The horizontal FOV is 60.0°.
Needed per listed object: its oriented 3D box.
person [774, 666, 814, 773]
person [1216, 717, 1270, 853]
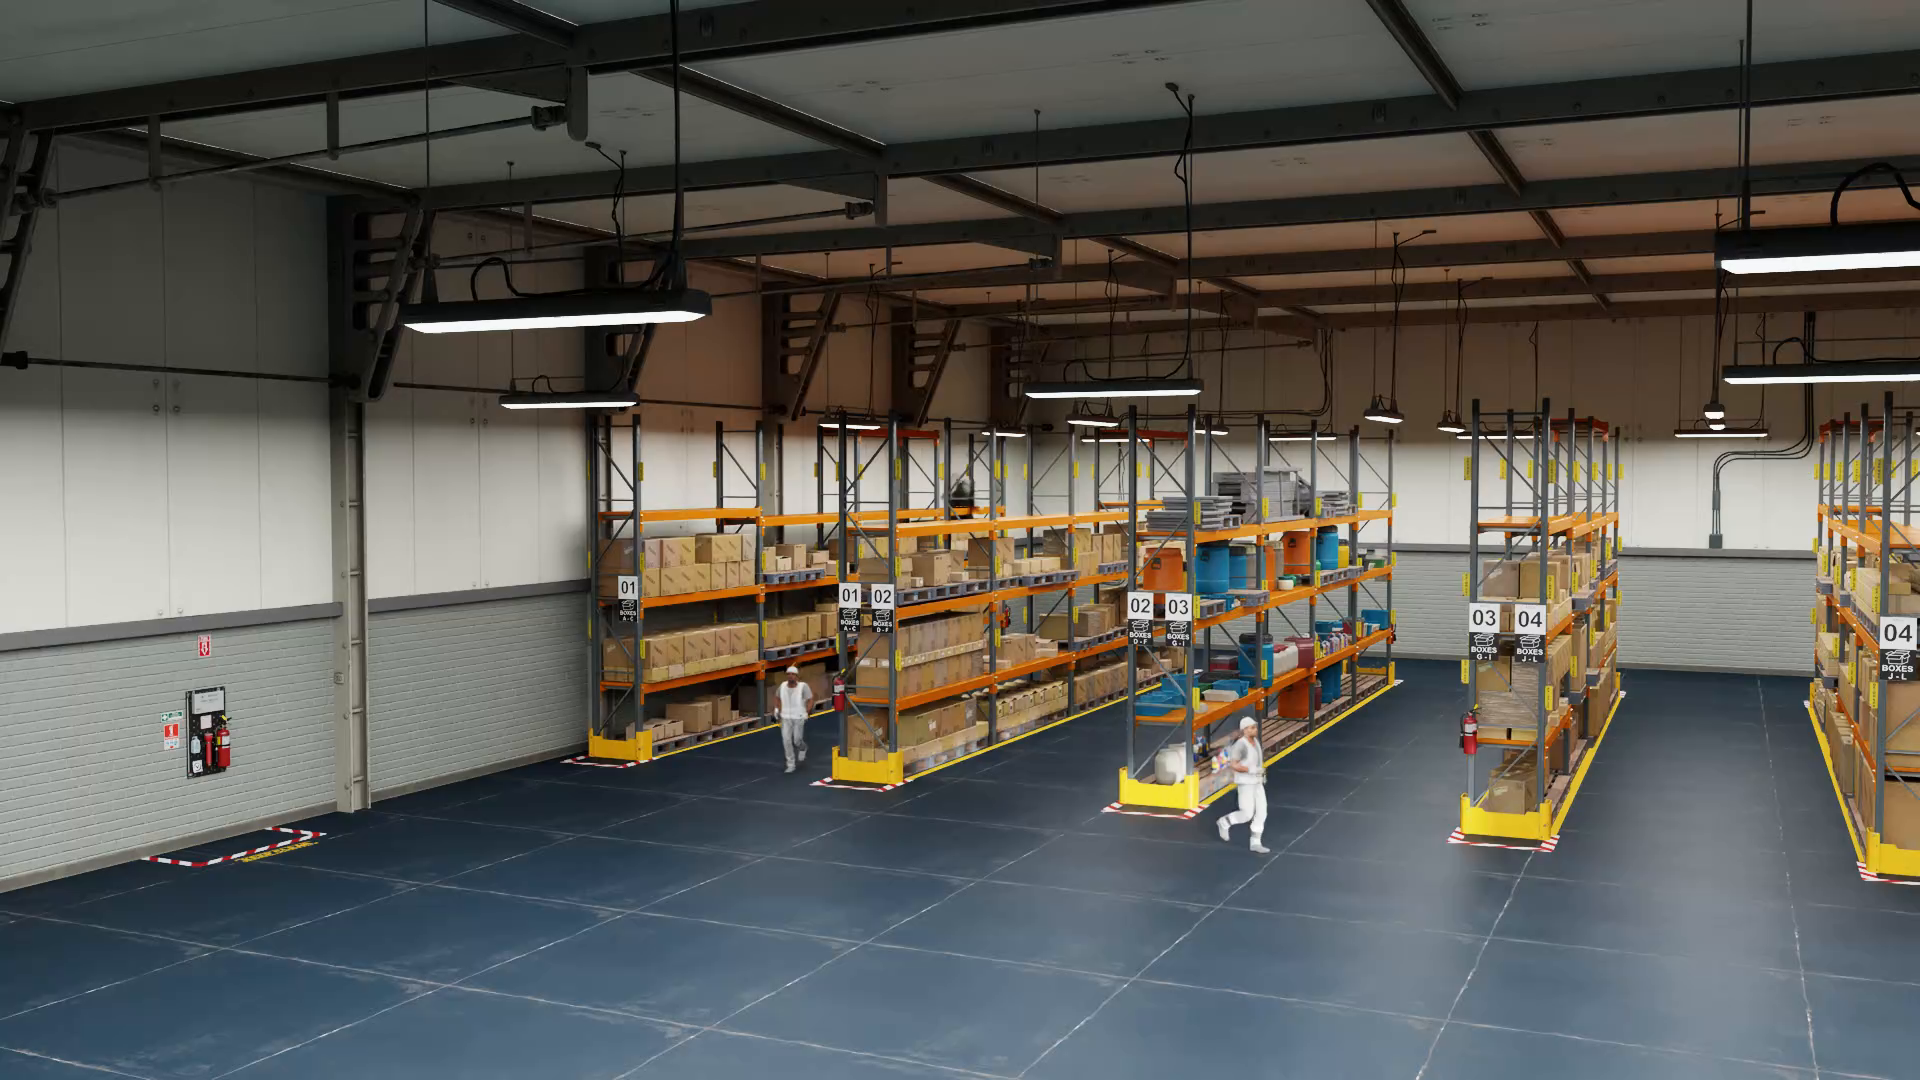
[{"bbox_3d":[-2.797,2.988,27.907,0.705,1.759,0.747,0,2,10],"label":"person"},{"bbox_3d":[3.768,3.213,21.958,0.782,1.757,0.663,2,3,43],"label":"person"}]
